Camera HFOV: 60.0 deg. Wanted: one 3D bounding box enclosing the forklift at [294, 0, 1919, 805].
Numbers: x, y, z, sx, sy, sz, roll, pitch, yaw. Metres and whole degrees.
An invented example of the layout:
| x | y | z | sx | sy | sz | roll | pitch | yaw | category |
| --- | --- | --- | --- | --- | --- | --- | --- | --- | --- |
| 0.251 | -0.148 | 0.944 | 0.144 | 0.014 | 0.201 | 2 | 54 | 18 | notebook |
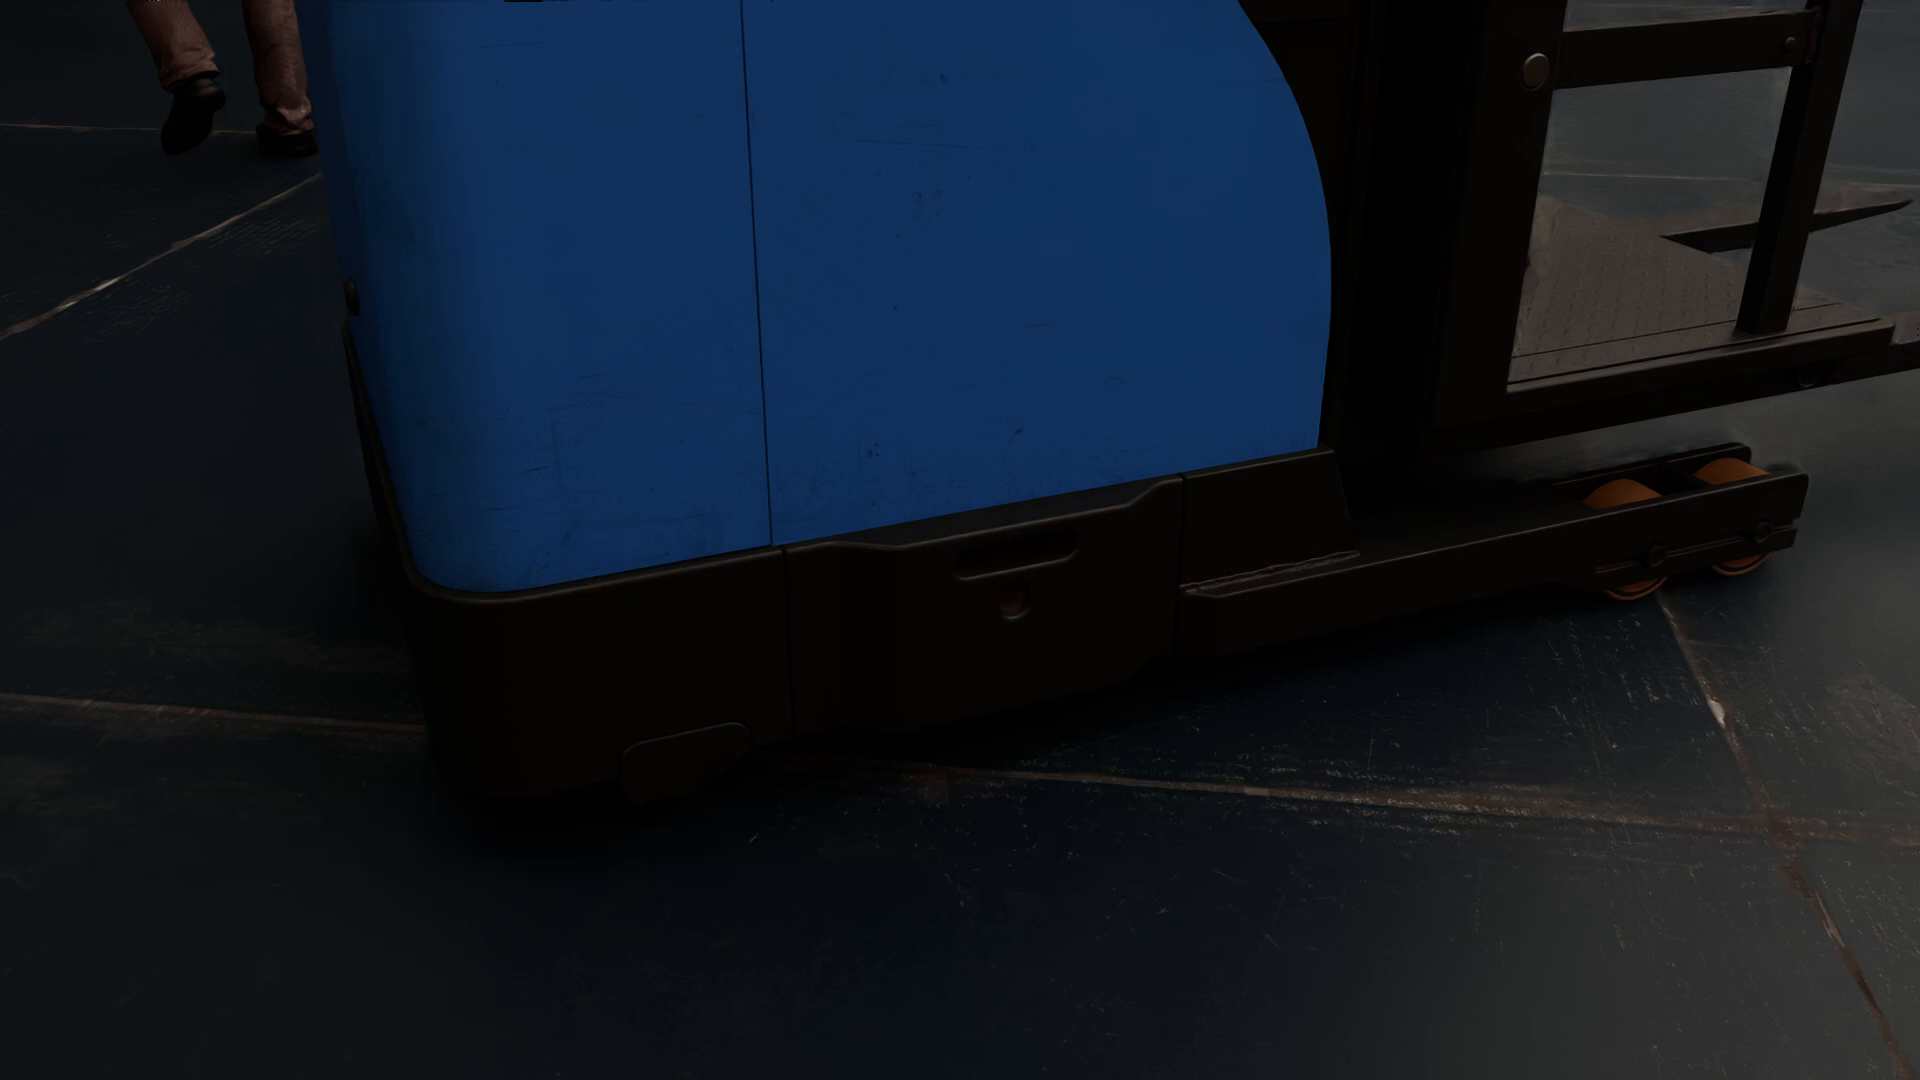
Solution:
| x | y | z | sx | sy | sz | roll | pitch | yaw | category |
| --- | --- | --- | --- | --- | --- | --- | --- | --- | --- |
| 0.657 | -1.433 | 2.088 | 3.031 | 2.935 | 1.130 | -11 | 28 | -20 | forklift |

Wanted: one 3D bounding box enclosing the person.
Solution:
| x | y | z | sx | sy | sz | roll | pitch | yaw | category |
| --- | --- | --- | --- | --- | --- | --- | --- | --- | --- |
| -2.009 | -1.870 | 4.347 | 0.667 | 1.698 | 0.473 | -20 | 33 | -35 | person |
